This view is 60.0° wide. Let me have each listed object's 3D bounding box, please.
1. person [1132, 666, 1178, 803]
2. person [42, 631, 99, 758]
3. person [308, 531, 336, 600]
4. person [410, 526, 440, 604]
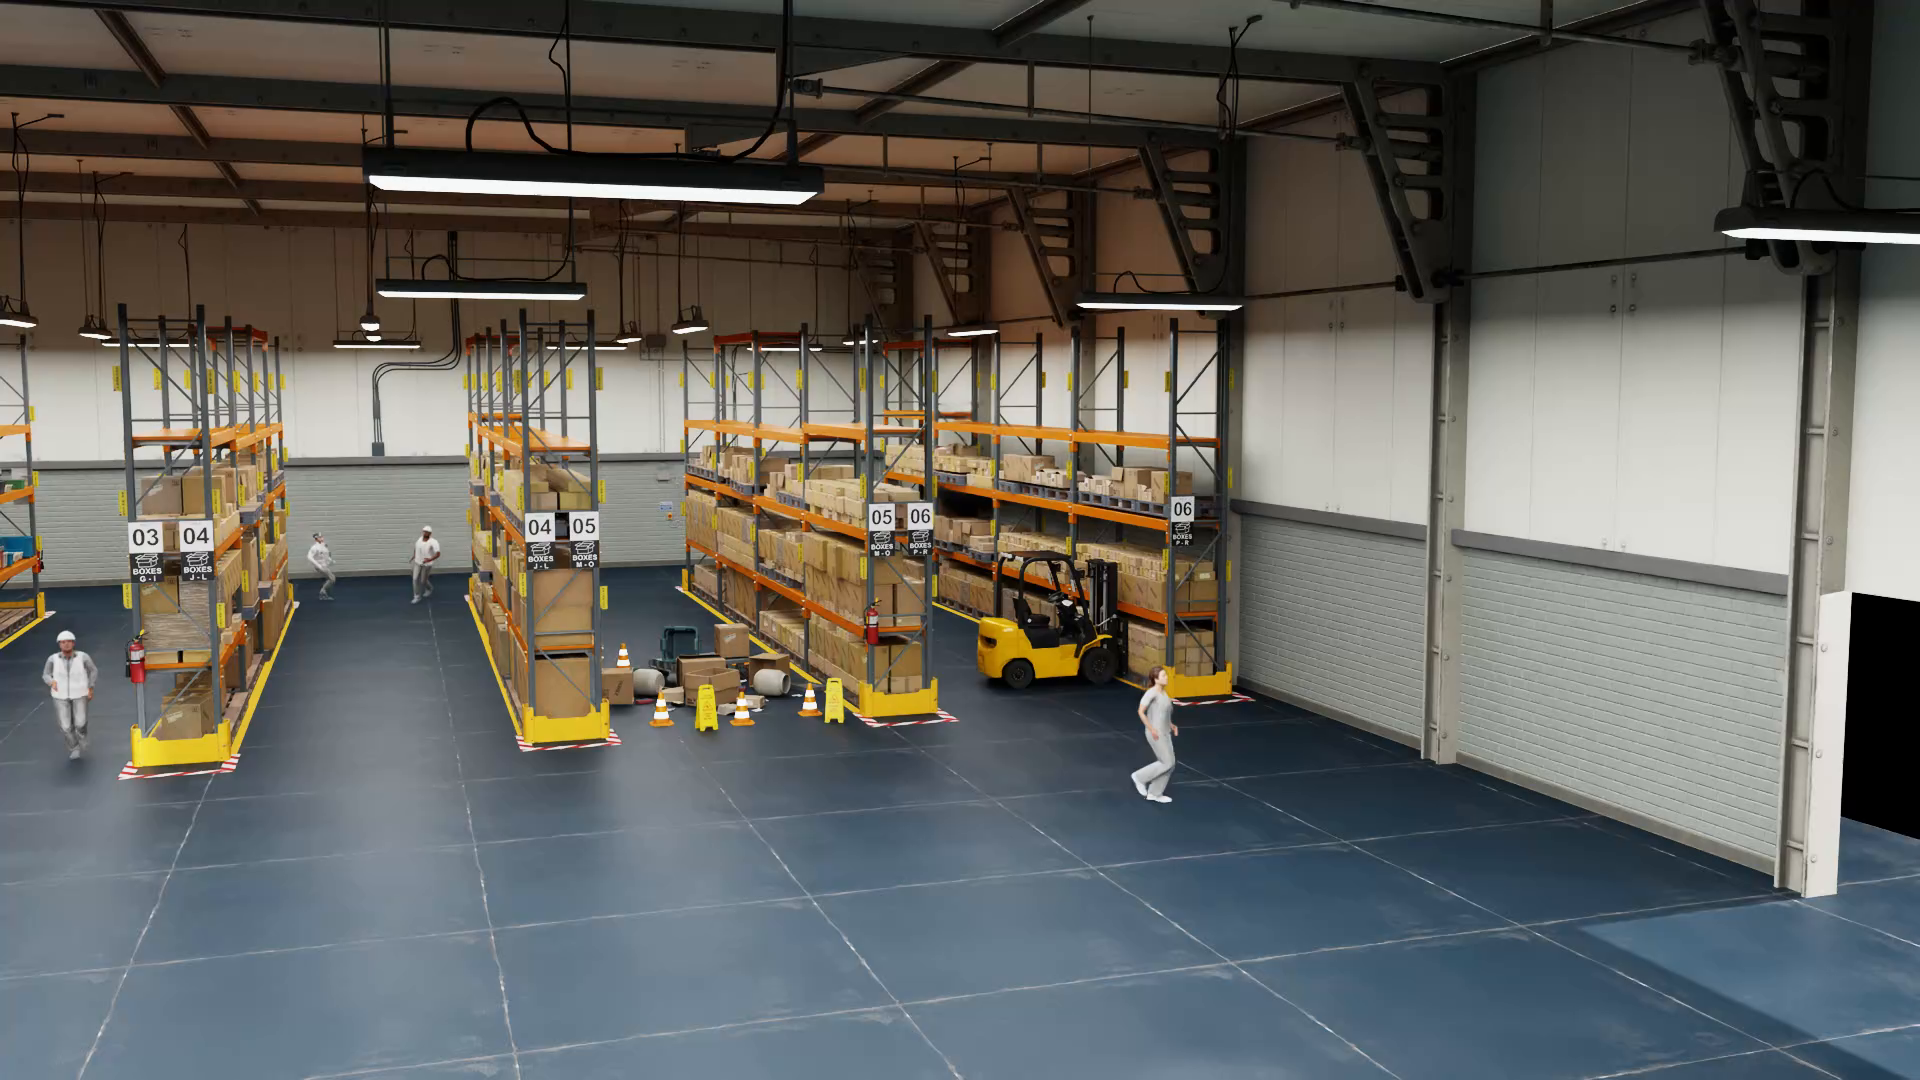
[{"bbox_3d":[2.335,2.316,19.843,0.536,1.634,0.573,3,6,32],"label":"person"},{"bbox_3d":[-11.787,2.059,22.034,0.653,1.716,0.597,-2,6,-22],"label":"person"},{"bbox_3d":[-14.519,0.597,37.975,0.484,1.623,0.685,0,5,4],"label":"person"},{"bbox_3d":[-12.190,0.547,37.964,0.738,1.749,0.778,1,6,12],"label":"person"}]
